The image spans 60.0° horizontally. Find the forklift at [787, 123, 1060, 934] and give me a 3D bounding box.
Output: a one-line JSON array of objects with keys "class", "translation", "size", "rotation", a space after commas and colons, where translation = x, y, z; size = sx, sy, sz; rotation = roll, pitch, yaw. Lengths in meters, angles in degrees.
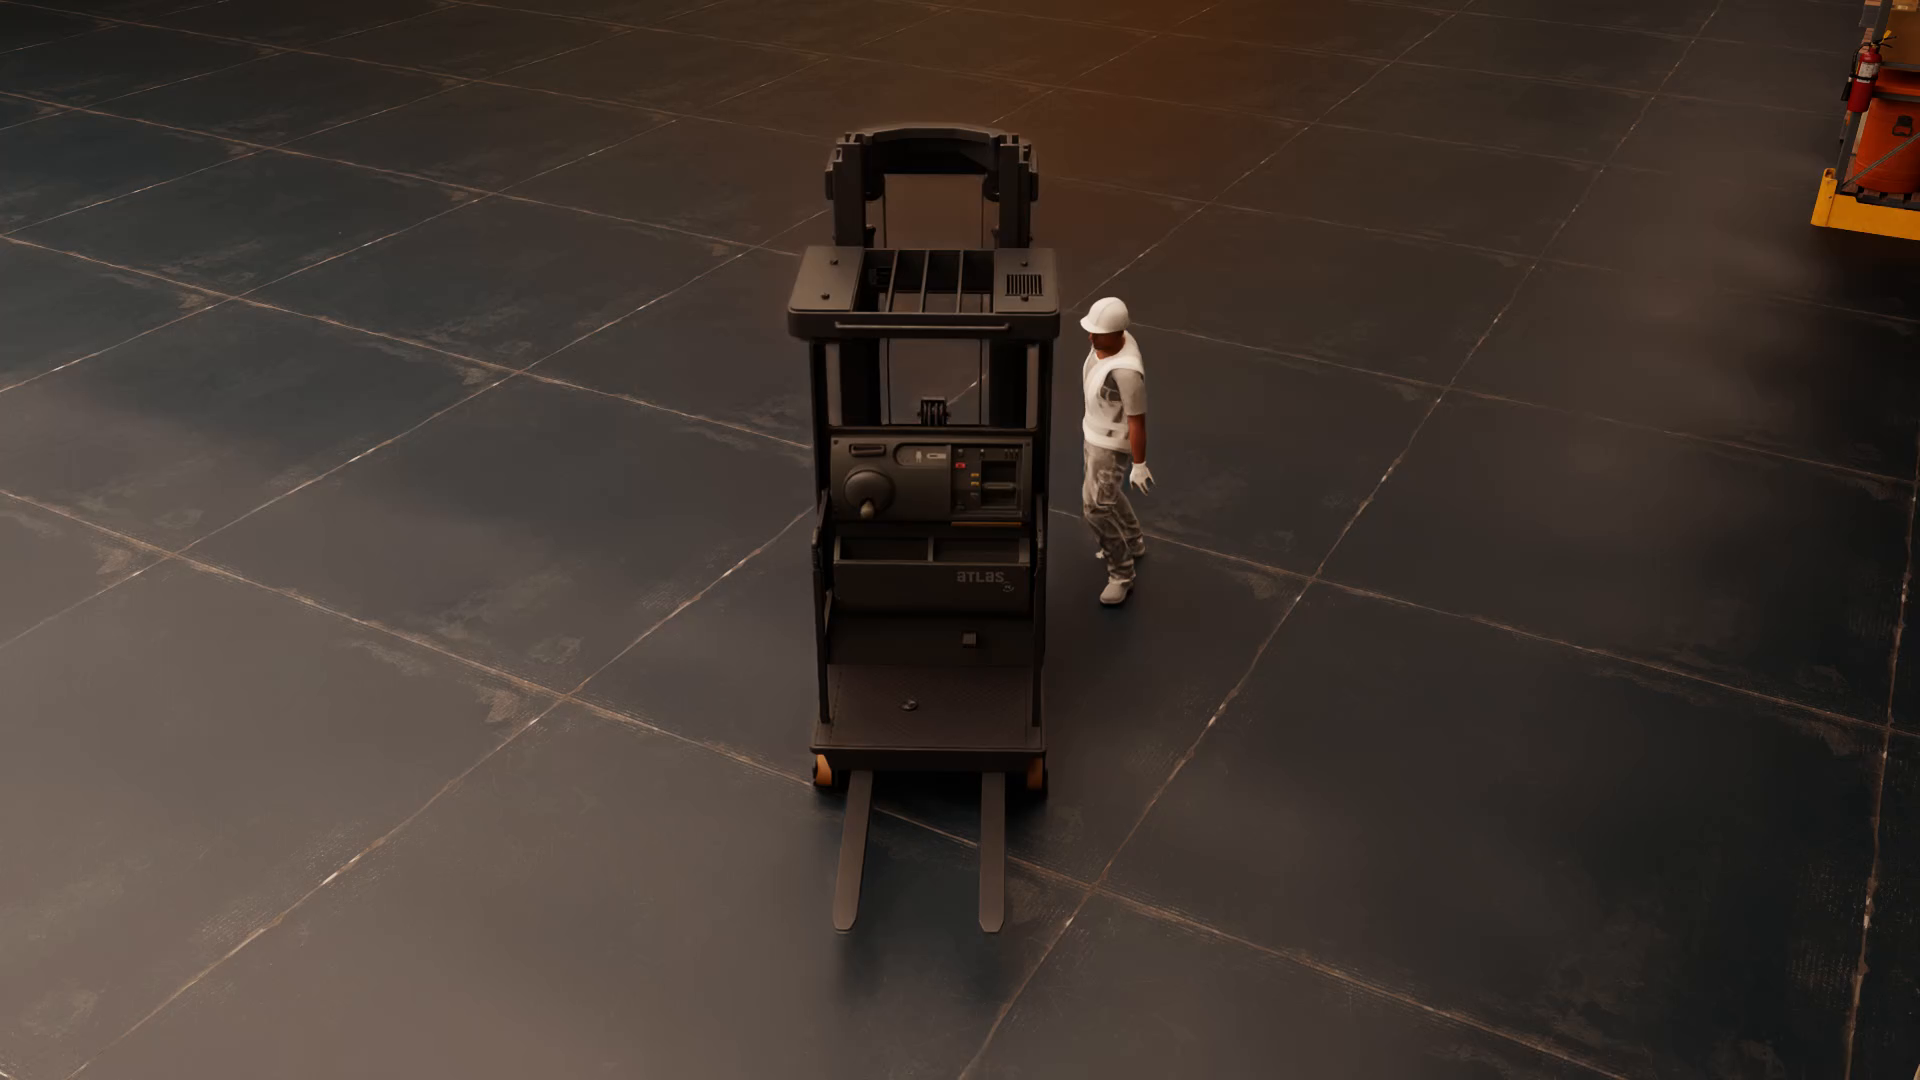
[{"class": "forklift", "translation": [-0.135, -0.236, 7.480], "size": [1.130, 2.935, 3.031], "rotation": [1, 30, 1]}]

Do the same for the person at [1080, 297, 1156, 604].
[{"class": "person", "translation": [0.869, -0.575, 9.316], "size": [0.473, 1.749, 0.904], "rotation": [-2, 30, -3]}]
